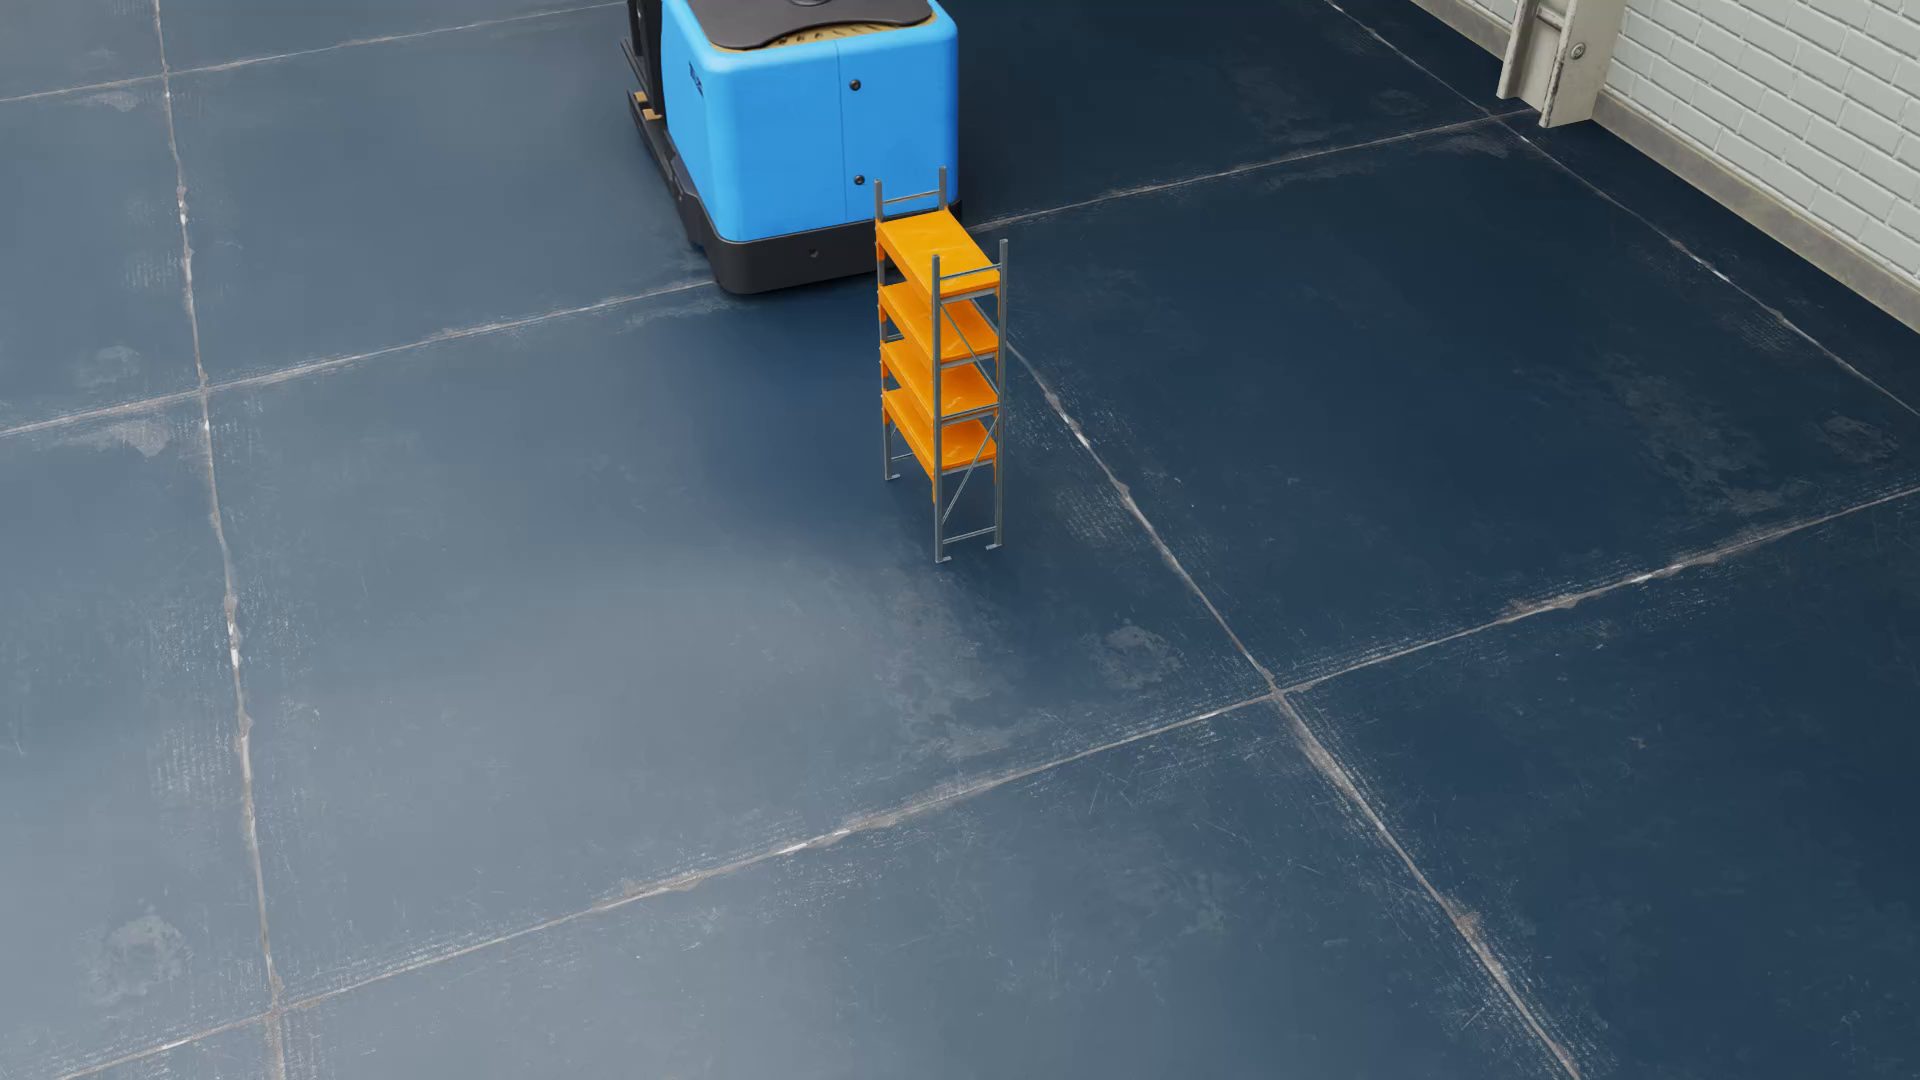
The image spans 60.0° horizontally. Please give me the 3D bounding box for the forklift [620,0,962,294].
[{"bbox_3d":[-0.968,-3.087,7.091,1.130,2.935,3.031,-13,42,-15],"label":"forklift"}]

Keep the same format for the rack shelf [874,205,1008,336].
[{"bbox_3d":[-0.063,-0.853,5.219,0.258,0.148,0.480,-15,43,-17],"label":"rack shelf"}]

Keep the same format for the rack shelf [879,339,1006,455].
[{"bbox_3d":[-0.063,-0.504,5.519,0.258,0.148,0.480,-15,43,-17],"label":"rack shelf"}]

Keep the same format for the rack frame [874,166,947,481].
[{"bbox_3d":[-0.157,-0.702,5.646,0.240,1.200,0.015,-15,43,-17],"label":"rack frame"}]

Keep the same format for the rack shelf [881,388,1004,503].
[{"bbox_3d":[-0.063,-0.353,5.648,0.258,0.148,0.480,-15,43,-17],"label":"rack shelf"}]

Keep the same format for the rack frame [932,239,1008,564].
[{"bbox_3d":[0.030,-0.408,5.304,0.240,1.200,0.015,-15,43,-17],"label":"rack frame"}]

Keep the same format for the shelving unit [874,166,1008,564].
[{"bbox_3d":[-0.063,-0.555,5.475,0.258,1.200,0.503,-15,43,-17],"label":"shelving unit"}]

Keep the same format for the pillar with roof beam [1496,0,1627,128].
[{"bbox_3d":[-1.070,-4.494,4.075,9.100,9.000,0.400,-15,43,-17],"label":"pillar with roof beam"}]

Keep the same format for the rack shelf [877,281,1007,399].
[{"bbox_3d":[-0.063,-0.673,5.373,0.258,0.148,0.480,-15,43,-17],"label":"rack shelf"}]
